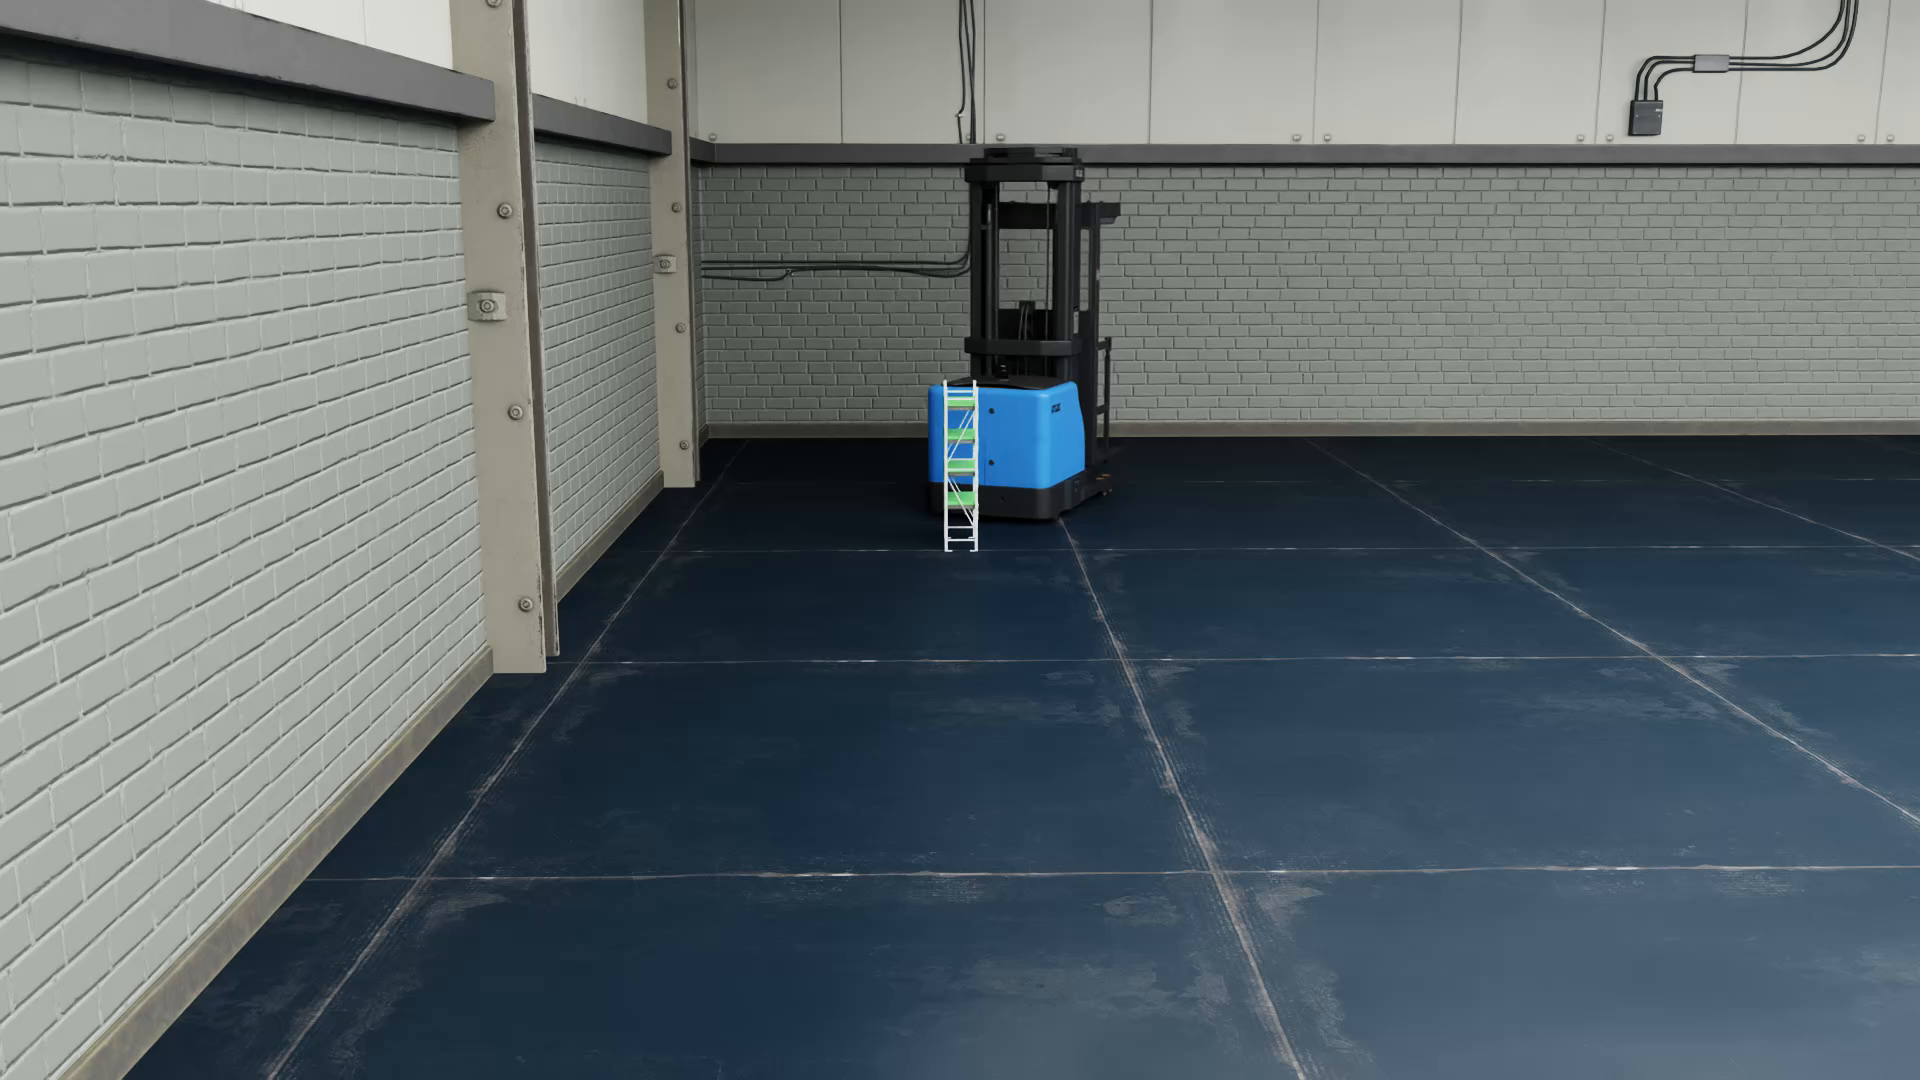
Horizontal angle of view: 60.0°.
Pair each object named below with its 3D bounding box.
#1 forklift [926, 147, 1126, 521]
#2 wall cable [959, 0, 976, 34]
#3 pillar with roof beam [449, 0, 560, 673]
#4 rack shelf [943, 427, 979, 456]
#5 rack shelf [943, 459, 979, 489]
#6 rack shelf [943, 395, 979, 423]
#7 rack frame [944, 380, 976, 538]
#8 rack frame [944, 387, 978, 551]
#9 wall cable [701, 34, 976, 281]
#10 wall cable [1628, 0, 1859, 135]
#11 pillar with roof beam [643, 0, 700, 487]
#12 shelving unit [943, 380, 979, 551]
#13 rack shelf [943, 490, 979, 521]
[{"bbox_3d":[0.722,-1.840,14.258,1.130,2.935,3.031,4,12,20],"label":"forklift"},{"bbox_3d":[1.430,-6.477,16.960,3.097,2.526,0.112,0,11,-1],"label":"wall cable"},{"bbox_3d":[1.892,-3.747,8.394,9.100,9.000,0.400,0,11,-1],"label":"pillar with roof beam"},{"bbox_3d":[0.003,-0.728,12.243,0.258,0.148,0.480,0,11,-1],"label":"rack shelf"},{"bbox_3d":[0.003,-0.493,12.290,0.258,0.148,0.480,0,11,-1],"label":"rack shelf"},{"bbox_3d":[0.003,-0.963,12.195,0.258,0.148,0.480,0,11,-1],"label":"rack shelf"},{"bbox_3d":[-0.002,-0.604,12.517,0.240,1.200,0.015,0,11,-1],"label":"rack frame"},{"bbox_3d":[0.008,-0.507,12.039,0.240,1.200,0.015,0,11,-1],"label":"rack frame"},{"bbox_3d":[-1.275,-3.991,17.408,3.097,2.526,0.112,0,11,-1],"label":"wall cable"},{"bbox_3d":[8.217,-7.215,16.938,2.305,6.003,0.169,0,11,-1],"label":"wall cable"},{"bbox_3d":[1.768,-4.939,14.273,9.100,9.000,0.400,0,11,-1],"label":"pillar with roof beam"},{"bbox_3d":[0.003,-0.555,12.278,0.258,1.200,0.503,0,11,-1],"label":"shelving unit"},{"bbox_3d":[0.003,-0.257,12.338,0.258,0.148,0.480,0,11,-1],"label":"rack shelf"}]
